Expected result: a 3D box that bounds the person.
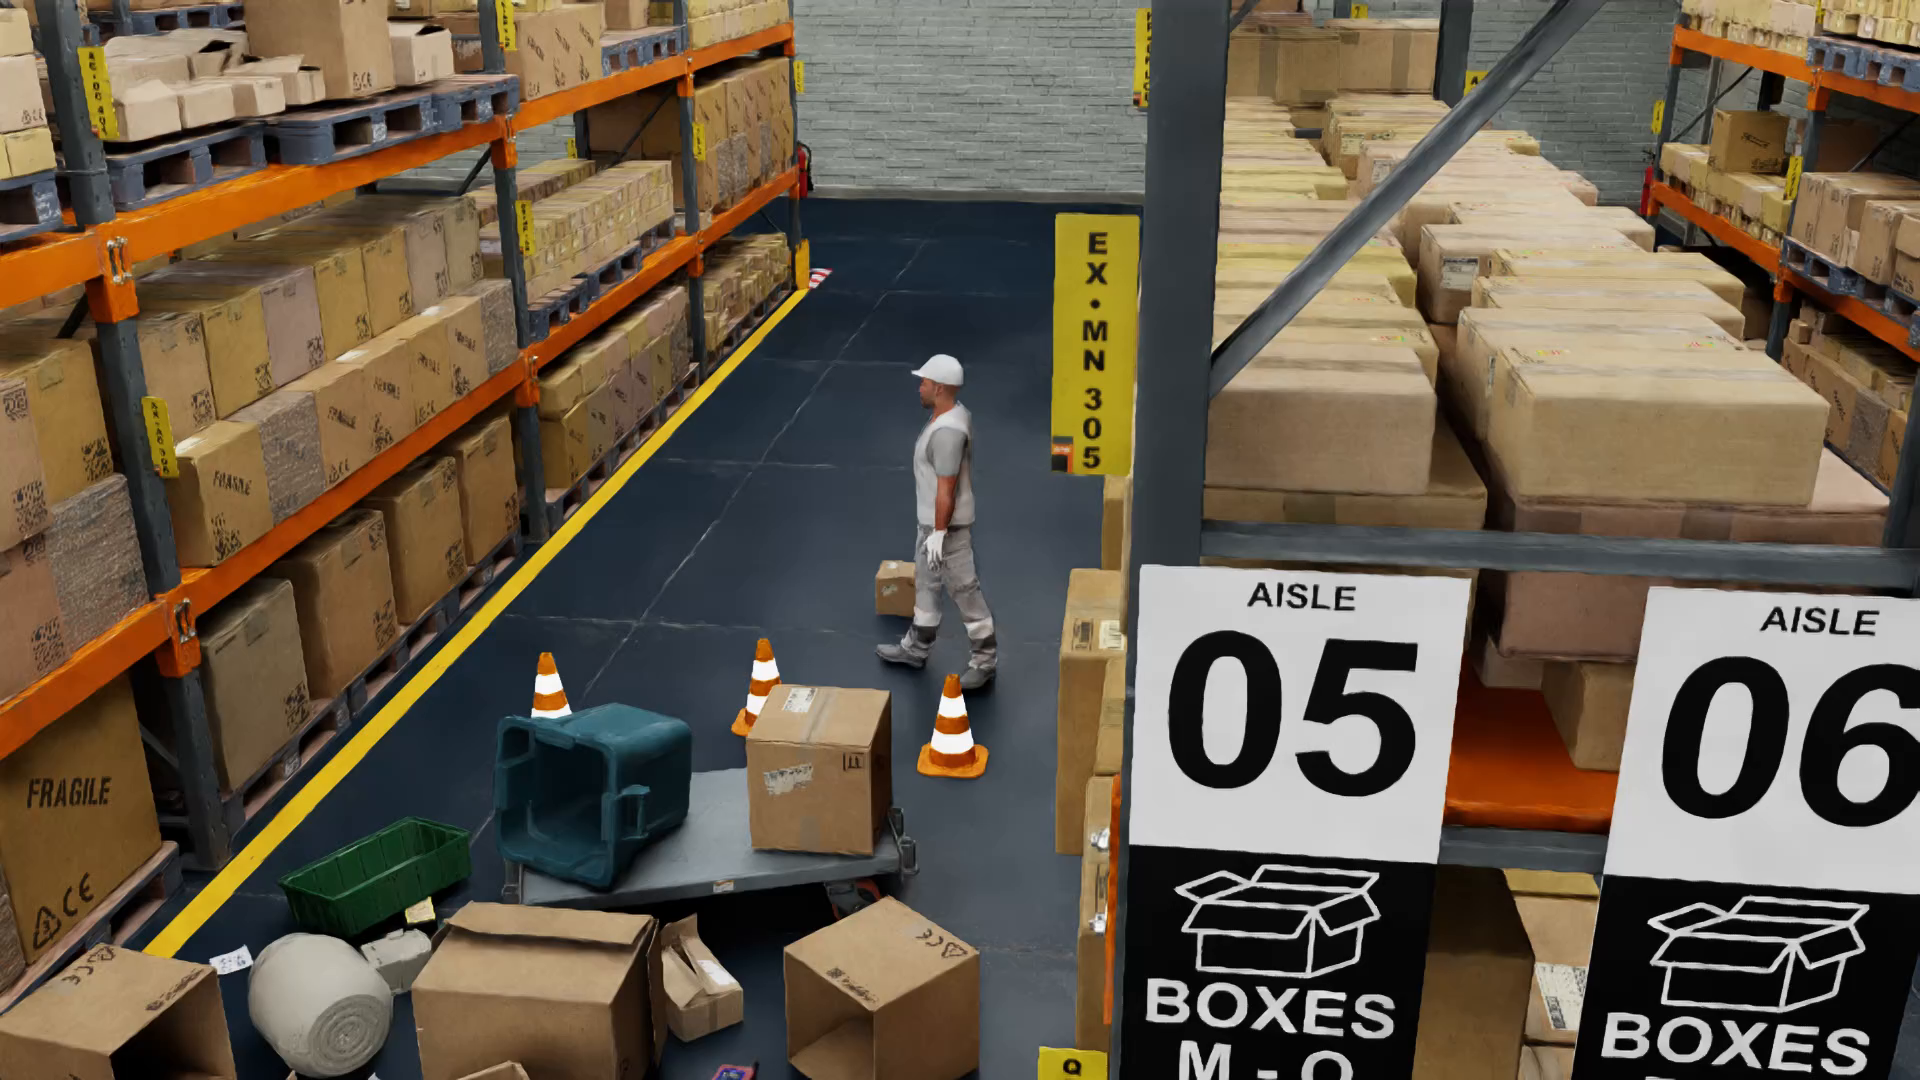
[{"bbox_3d":[-0.140,-0.126,8.853,0.662,1.786,0.790,-1,21,-2],"label":"person"}]
